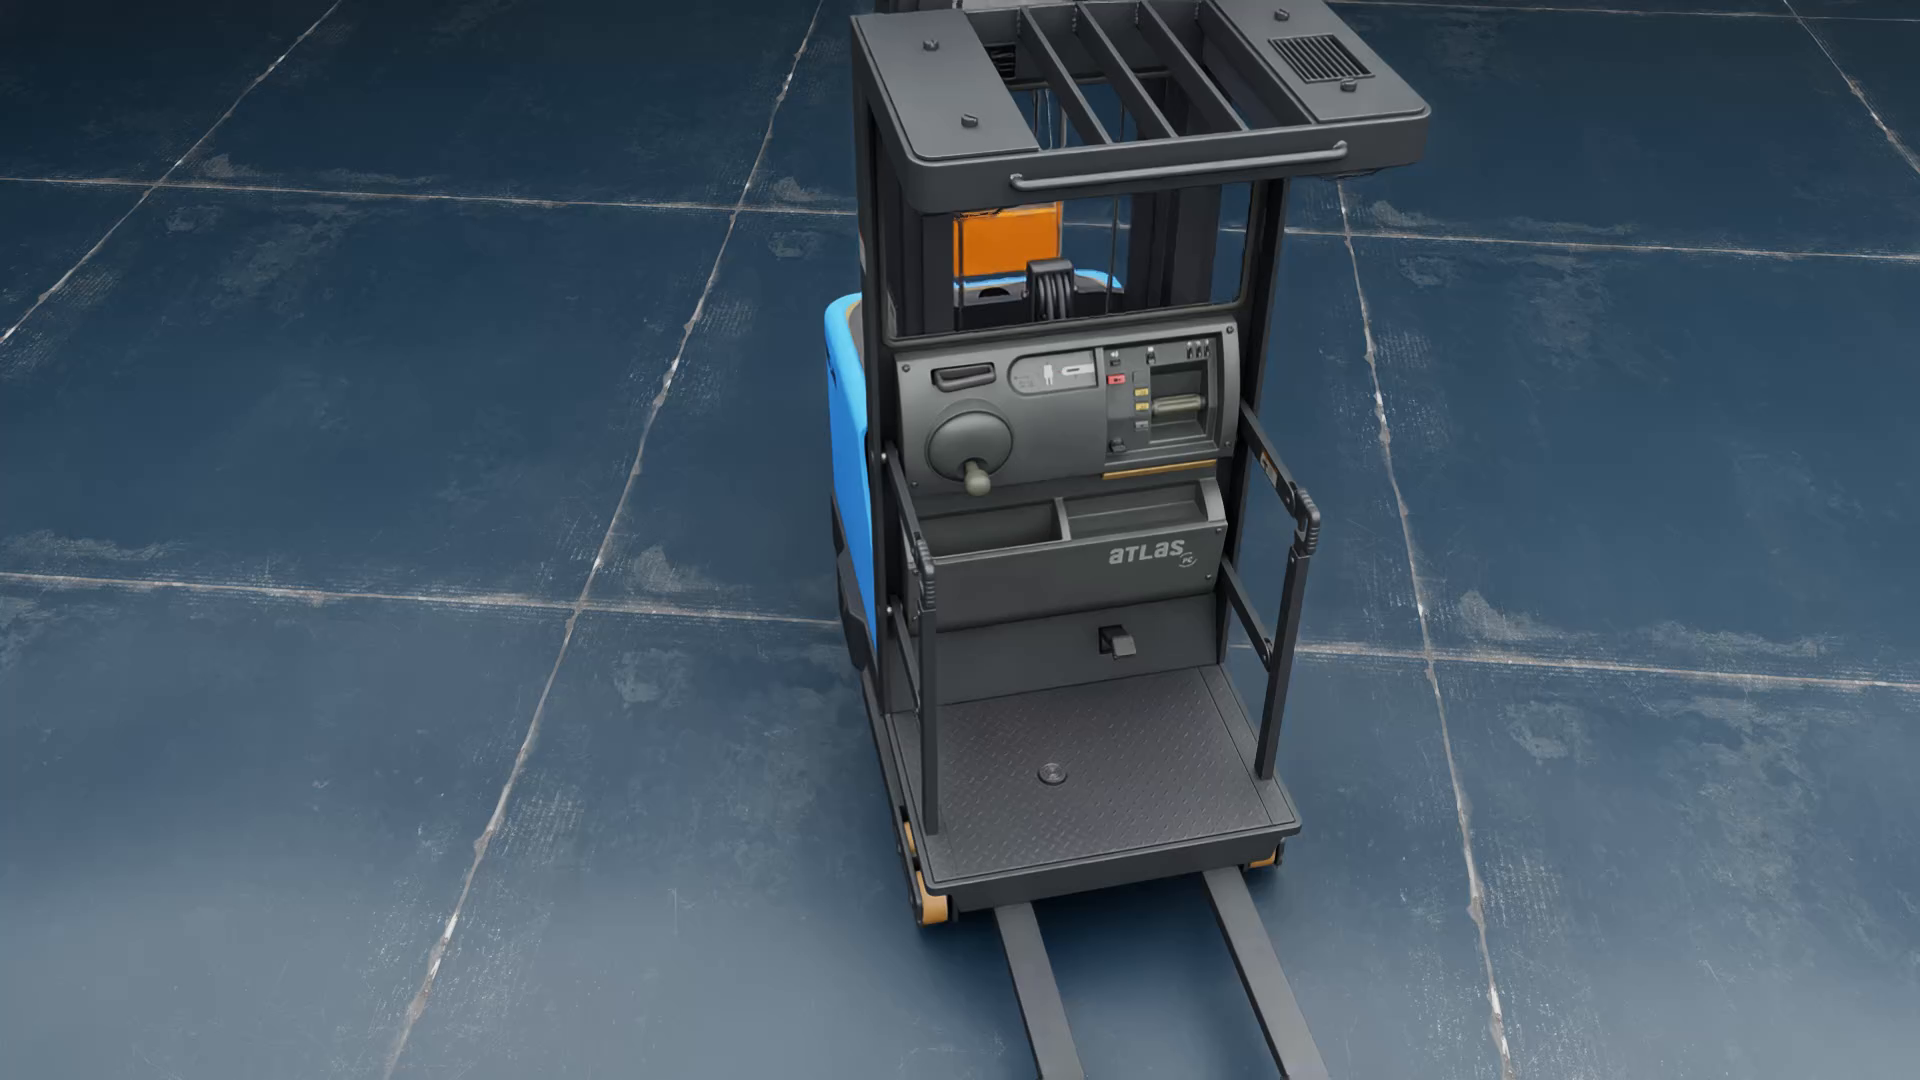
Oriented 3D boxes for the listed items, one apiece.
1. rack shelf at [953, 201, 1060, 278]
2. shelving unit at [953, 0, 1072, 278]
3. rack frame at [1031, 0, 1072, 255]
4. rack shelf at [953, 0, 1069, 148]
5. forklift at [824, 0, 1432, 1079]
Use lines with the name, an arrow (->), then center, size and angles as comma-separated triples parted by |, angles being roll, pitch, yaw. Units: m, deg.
rack shelf -> 0.062, -1.042, 5.888 | 0.480, 0.518, 0.431 | -8, 40, -9
shelving unit -> 0.062, -1.052, 5.880 | 0.503, 2.100, 0.431 | -8, 40, -9
rack frame -> 0.300, -1.085, 5.919 | 0.015, 2.100, 0.400 | -8, 40, -9
rack shelf -> 0.062, -1.585, 5.446 | 0.480, 0.518, 0.431 | -8, 40, -9
forklift -> 0.343, -0.276, 4.267 | 1.130, 2.935, 3.031 | -8, 40, -9
